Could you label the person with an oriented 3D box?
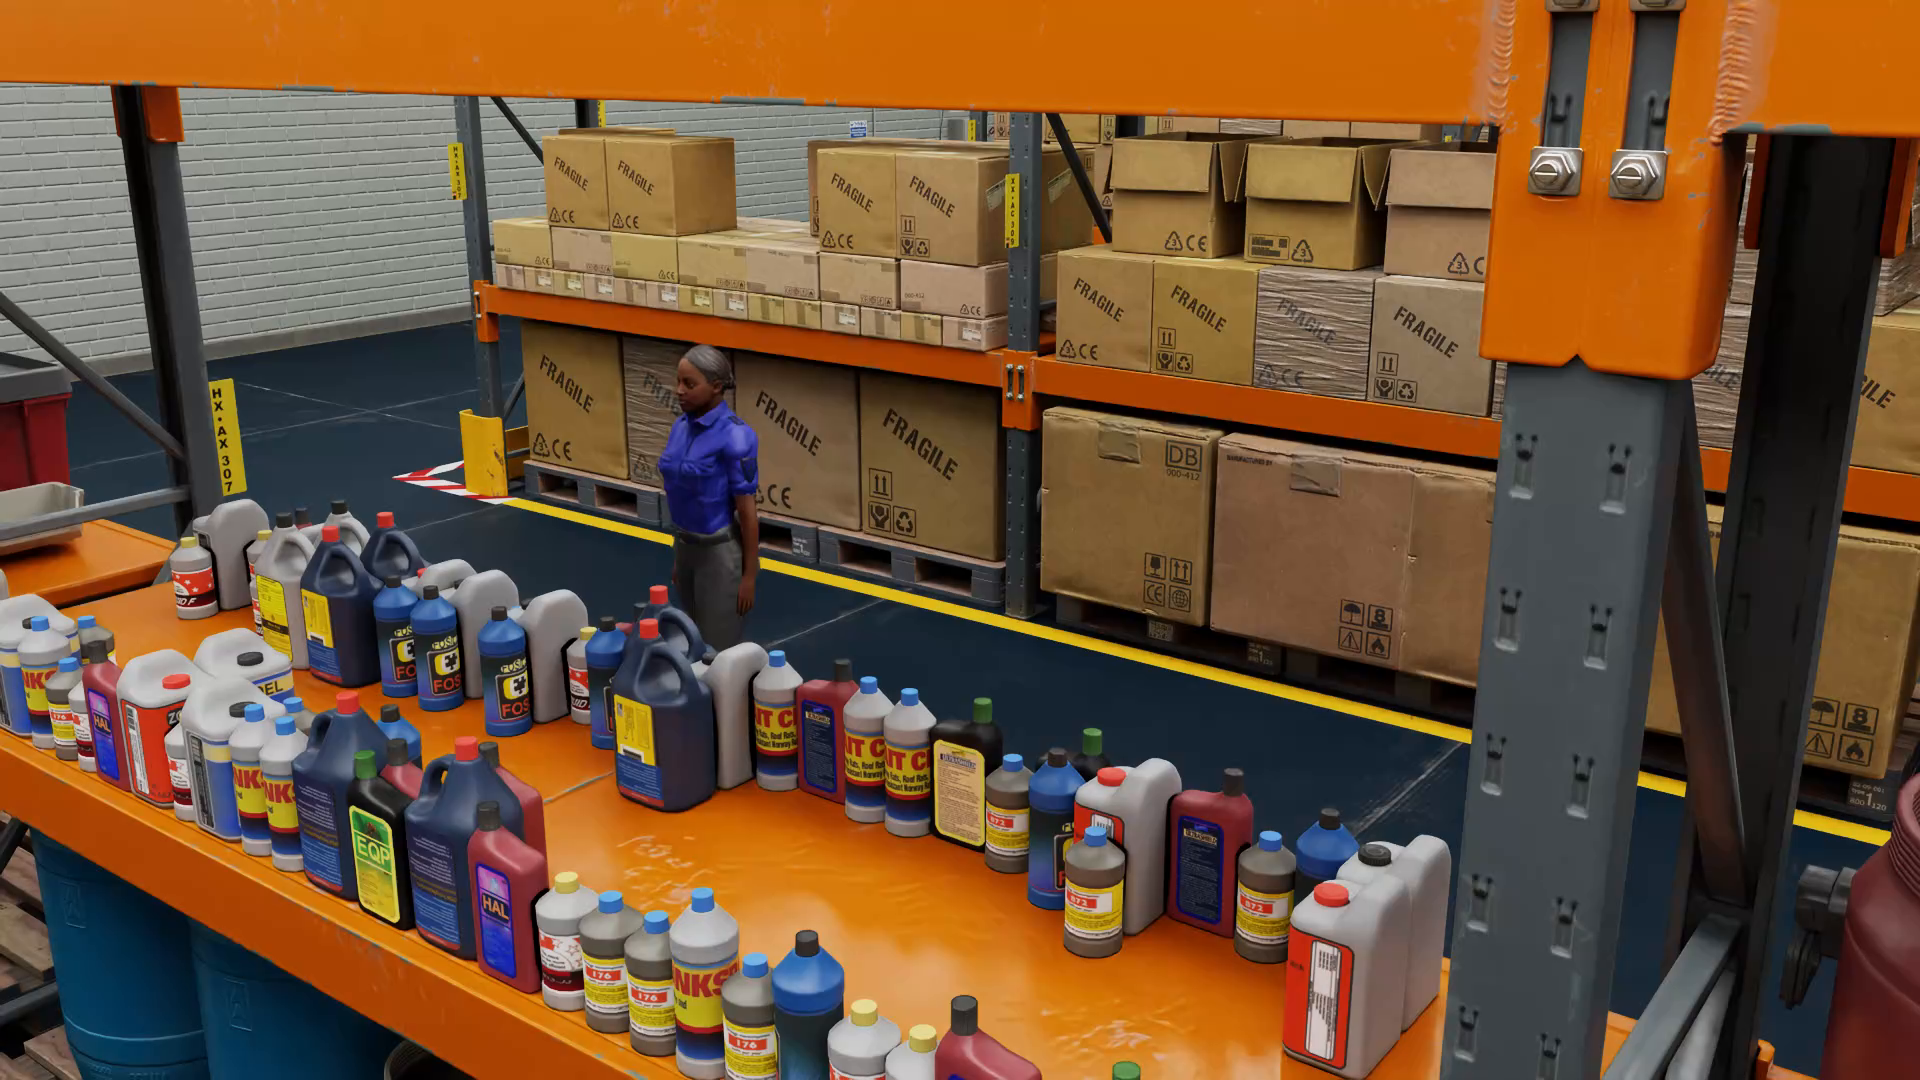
[{"bbox_3d":[-0.927,0.095,6.220,0.615,1.669,0.449,-14,22,-39],"label":"person"}]
